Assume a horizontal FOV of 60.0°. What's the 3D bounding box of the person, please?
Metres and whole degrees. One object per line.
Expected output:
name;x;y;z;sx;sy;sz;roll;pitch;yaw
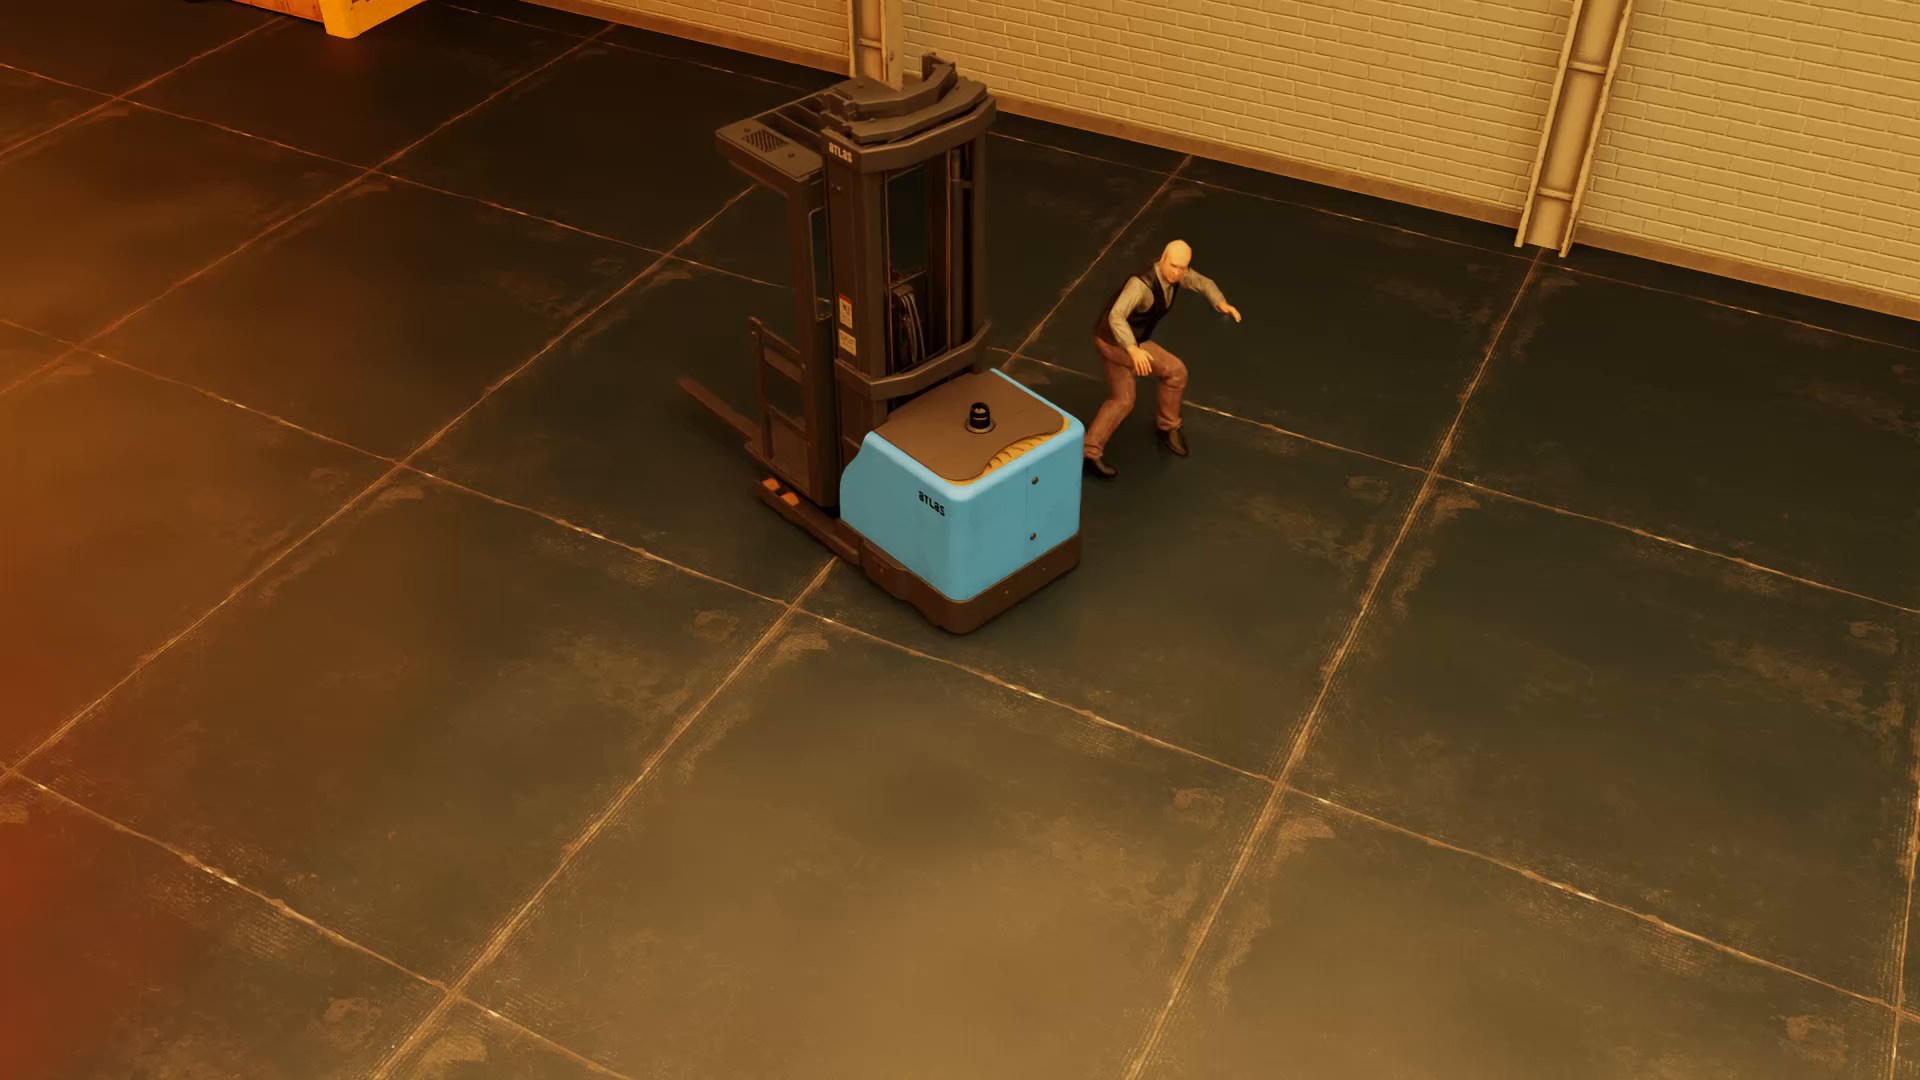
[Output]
person;1.261;-1.166;10.480;0.928;1.476;0.960;9;41;11

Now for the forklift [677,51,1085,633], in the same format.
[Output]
forklift;-0.642;-1.450;9.708;1.130;2.935;3.031;-30;49;-31
